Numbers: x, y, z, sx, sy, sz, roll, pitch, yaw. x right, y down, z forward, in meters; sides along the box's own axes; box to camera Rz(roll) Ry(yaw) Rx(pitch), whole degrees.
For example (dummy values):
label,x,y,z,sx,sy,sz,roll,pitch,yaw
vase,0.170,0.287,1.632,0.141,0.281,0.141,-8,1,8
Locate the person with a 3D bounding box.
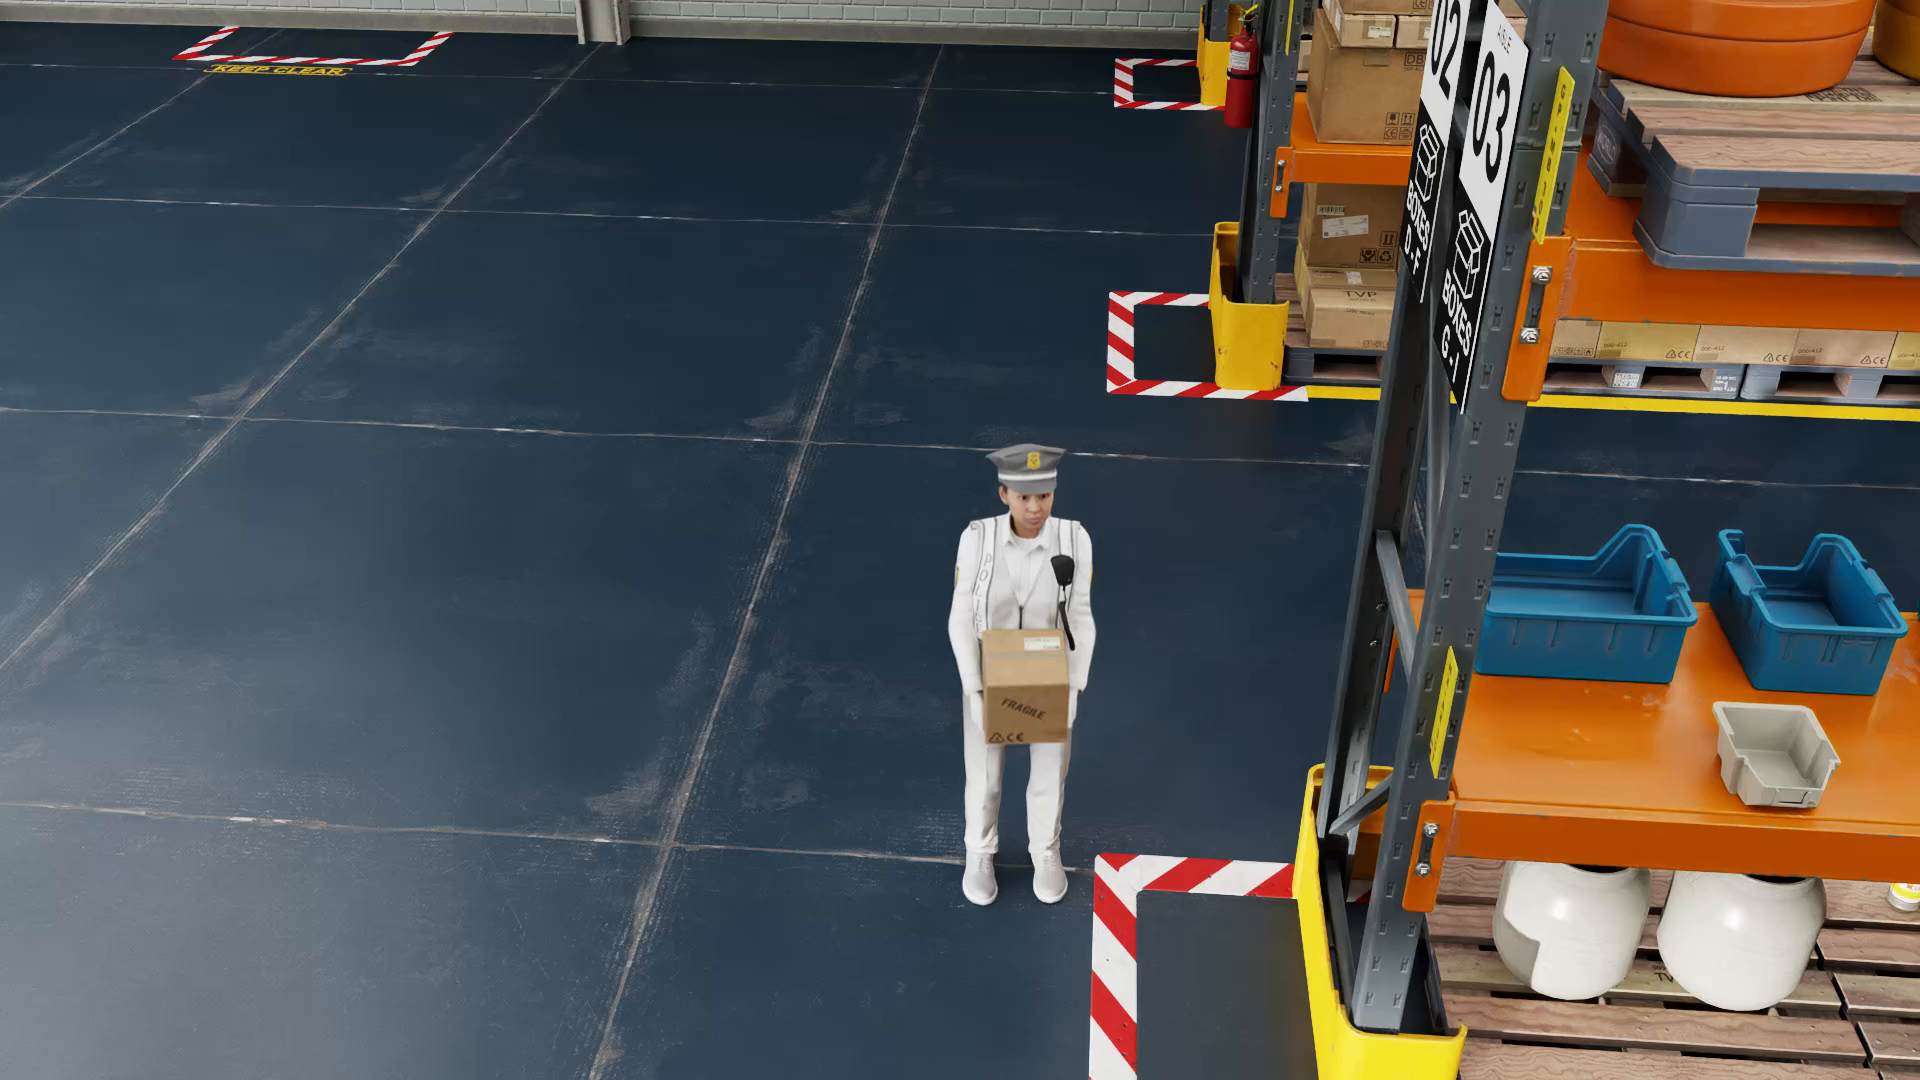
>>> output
label,x,y,z,sx,sy,sz,roll,pitch,yaw
person,0.196,0.480,5.347,0.460,1.687,0.556,-1,32,-2
